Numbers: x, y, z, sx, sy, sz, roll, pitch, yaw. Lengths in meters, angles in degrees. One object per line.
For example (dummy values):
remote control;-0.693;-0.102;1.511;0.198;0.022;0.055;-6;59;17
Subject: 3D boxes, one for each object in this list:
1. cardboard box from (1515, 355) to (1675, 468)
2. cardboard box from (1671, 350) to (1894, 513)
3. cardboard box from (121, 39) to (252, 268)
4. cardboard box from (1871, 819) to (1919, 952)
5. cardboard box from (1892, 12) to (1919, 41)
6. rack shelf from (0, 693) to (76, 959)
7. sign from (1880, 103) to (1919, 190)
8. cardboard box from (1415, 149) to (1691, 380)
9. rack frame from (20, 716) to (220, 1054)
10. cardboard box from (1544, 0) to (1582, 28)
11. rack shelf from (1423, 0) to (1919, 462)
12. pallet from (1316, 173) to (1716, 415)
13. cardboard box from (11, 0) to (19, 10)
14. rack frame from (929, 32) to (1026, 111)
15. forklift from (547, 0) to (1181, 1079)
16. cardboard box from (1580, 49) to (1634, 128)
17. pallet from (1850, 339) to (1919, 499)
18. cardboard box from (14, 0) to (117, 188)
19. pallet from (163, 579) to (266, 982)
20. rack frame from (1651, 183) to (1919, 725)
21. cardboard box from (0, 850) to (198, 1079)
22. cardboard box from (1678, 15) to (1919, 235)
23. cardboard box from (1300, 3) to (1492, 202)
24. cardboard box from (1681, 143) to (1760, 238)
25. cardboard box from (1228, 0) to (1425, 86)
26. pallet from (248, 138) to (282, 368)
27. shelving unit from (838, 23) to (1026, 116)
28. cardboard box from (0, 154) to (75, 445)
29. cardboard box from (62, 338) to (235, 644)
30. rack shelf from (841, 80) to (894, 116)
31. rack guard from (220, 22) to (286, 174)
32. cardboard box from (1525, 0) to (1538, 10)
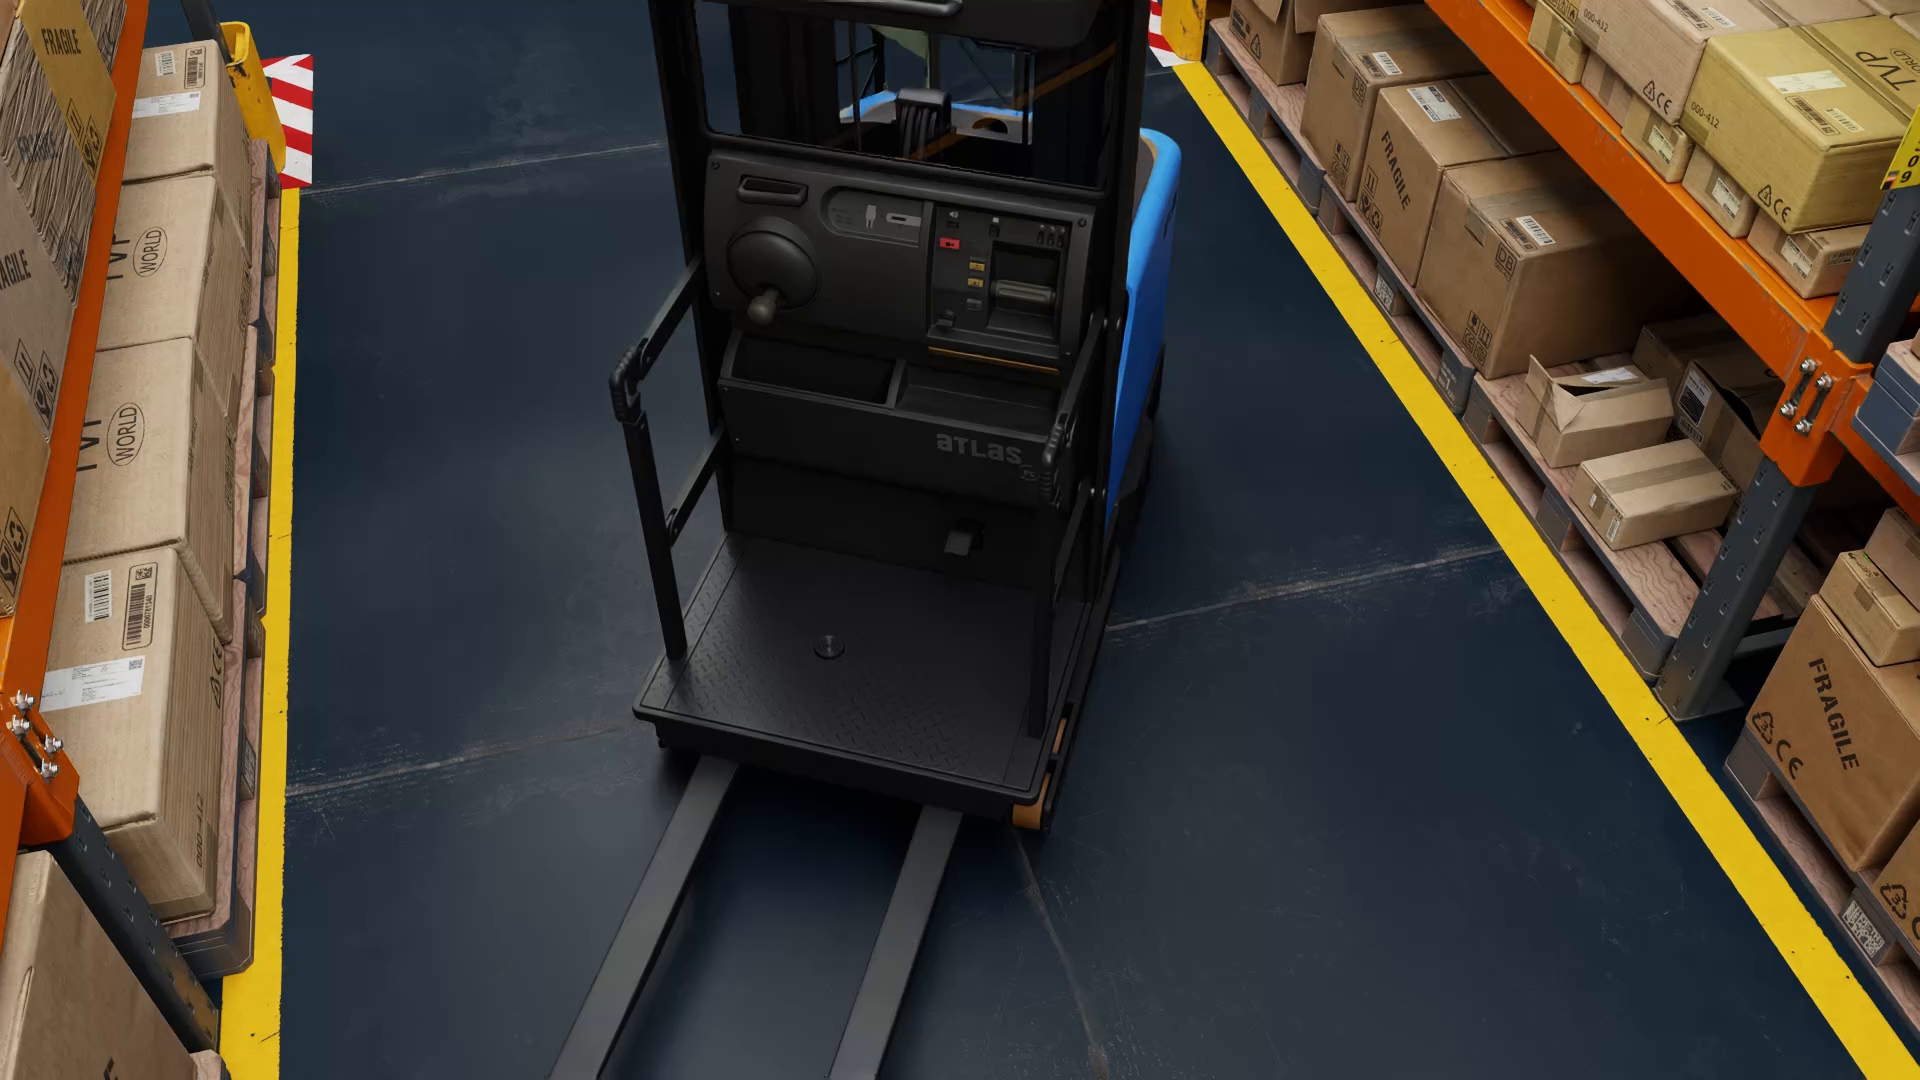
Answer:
cardboard box;1.984;-0.426;5.188;0.396;0.266;0.258;-9;46;-9
cardboard box;2.561;-0.364;5.095;0.500;0.311;0.500;-9;46;-9
cardboard box;-3.054;-1.323;5.946;0.875;0.438;0.875;-12;47;-12
cardboard box;2.554;0.810;3.812;0.500;0.500;0.500;-11;47;-11
cardboard box;2.636;-1.102;4.126;0.500;0.250;0.500;-11;47;-11
rack shelf;-1.783;1.884;1.807;1.077;0.370;4.000;-11;47;-10
sign;1.980;-0.857;3.384;0.100;0.325;0.005;-11;47;-10
cardboard box;1.990;-0.939;5.526;0.700;0.500;0.500;-12;47;-12
rack frame;-2.295;0.251;2.904;1.000;3.000;0.127;-11;47;-10
cardboard box;1.878;-1.707;4.720;0.500;0.250;0.500;-11;47;-11
rack shelf;1.990;-1.788;5.406;1.077;0.370;4.000;-11;47;-10
pallet;2.011;-1.001;6.083;1.003;0.211;1.213;-11;47;-10
cardboard box;-2.553;-1.561;3.910;0.500;0.500;0.500;-11;47;-11
rack frame;0.060;-1.285;5.459;0.400;1.500;0.023;-32;54;-28
forklift;-0.210;-0.562;3.748;1.130;2.935;3.031;11;47;11
cardboard box;1.958;-1.282;4.582;0.380;0.149;0.250;-10;46;-9
pallet;2.601;-0.020;3.304;1.003;0.211;1.213;-11;47;-10
cardboard box;-2.540;-1.204;4.260;0.500;0.500;0.500;-9;46;-9
pallet;-2.414;0.688;4.428;1.003;0.211;1.213;-11;47;-10
rack frame;2.502;-0.659;3.796;1.000;3.000;0.127;-11;47;-10
cardboard box;-2.059;1.261;3.107;0.875;0.875;0.875;-9;46;-9
cardboard box;2.136;-1.018;4.044;0.500;0.250;0.500;-10;46;-9
cardboard box;1.724;-1.656;6.229;0.700;0.500;0.500;-9;46;-9
cardboard box;2.089;-0.921;4.228;0.380;0.149;0.250;-10;46;-9
cardboard box;1.543;-2.254;6.813;0.797;0.503;0.637;-12;47;-12
pallet;-3.039;-0.997;6.079;1.003;0.211;1.213;-11;47;-10
shelving unit;-0.183;-1.481;5.651;0.431;1.500;0.755;-32;54;-28
cardboard box;-2.287;-0.504;3.574;0.500;0.500;0.500;-10;47;-10
cardboard box;-2.582;-0.070;4.718;0.875;0.438;0.875;-12;47;-11
rack shelf;-0.183;-1.252;5.884;0.431;0.370;0.720;-32;54;-28
rack guard;-3.325;-1.652;6.519;1.175;0.500;0.348;-11;47;-10
cardboard box;1.907;-1.652;4.944;0.380;0.149;0.250;-10;46;-10
